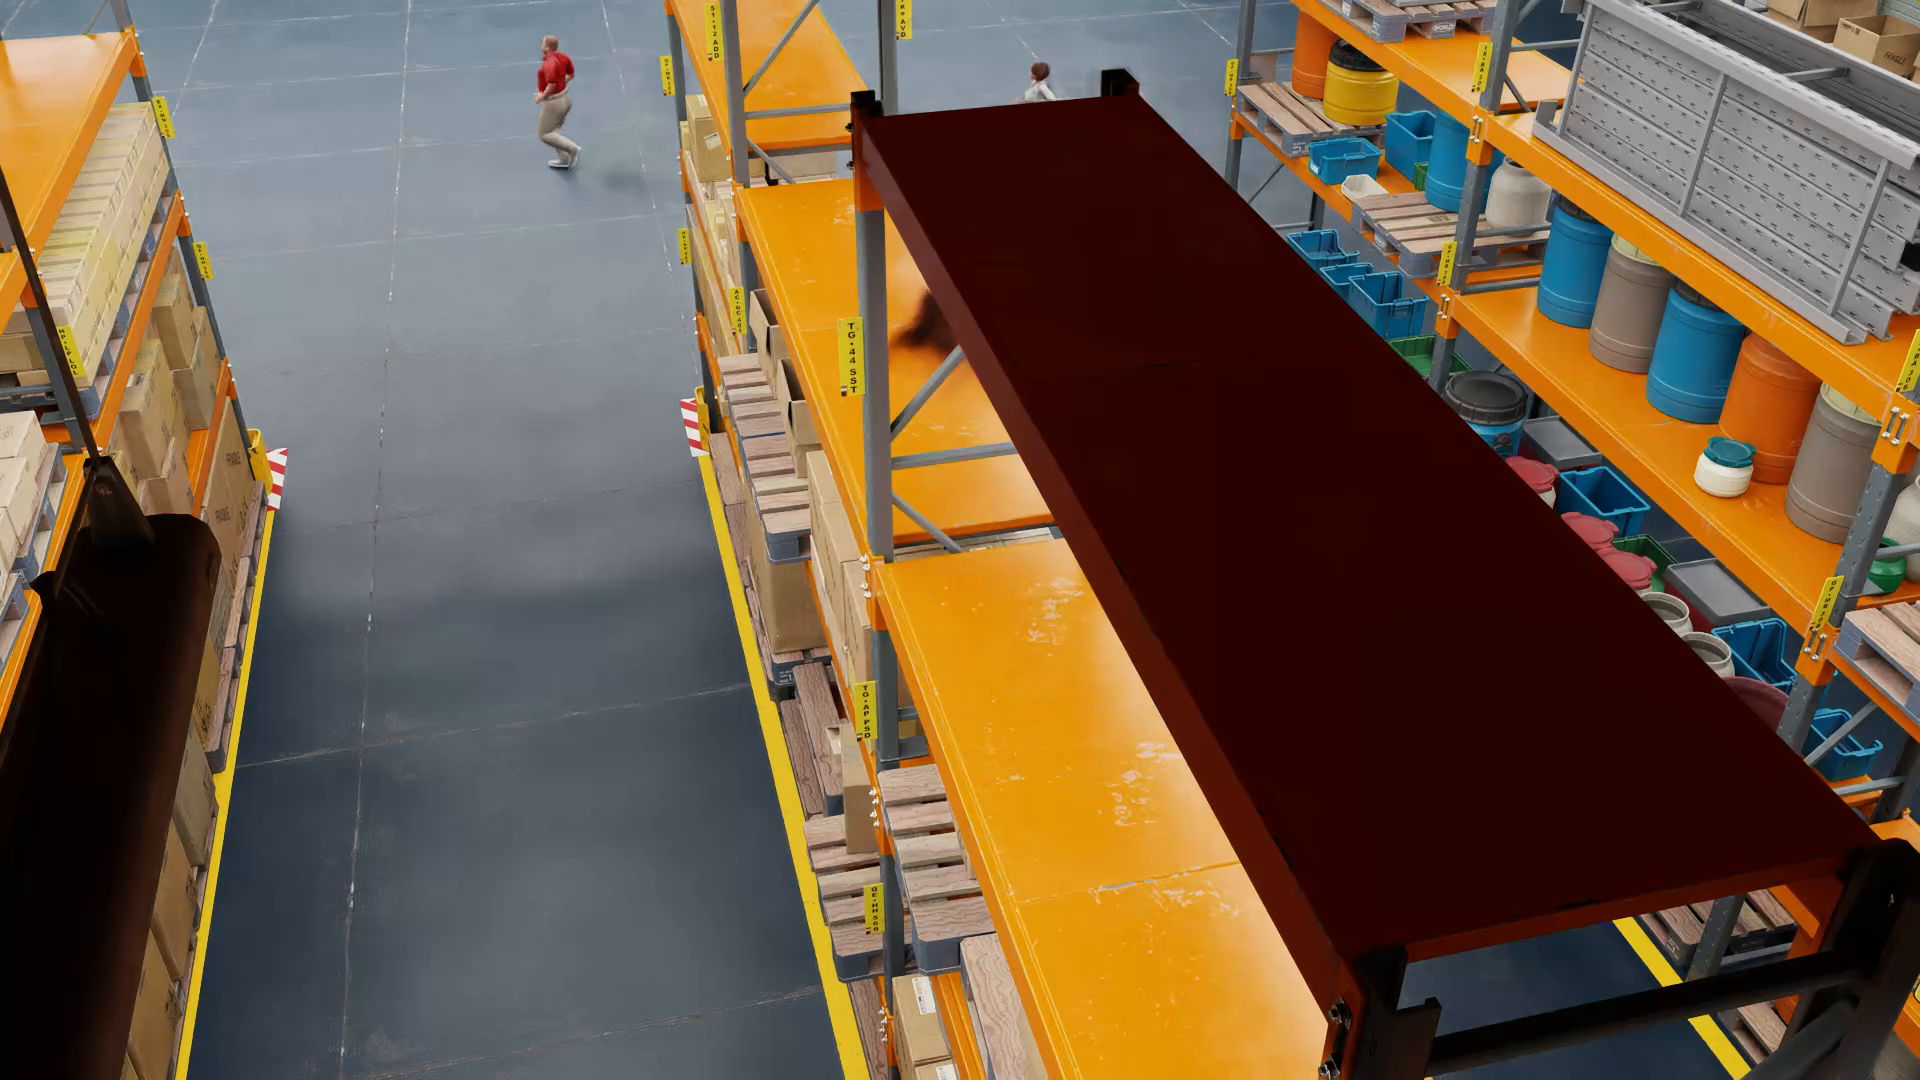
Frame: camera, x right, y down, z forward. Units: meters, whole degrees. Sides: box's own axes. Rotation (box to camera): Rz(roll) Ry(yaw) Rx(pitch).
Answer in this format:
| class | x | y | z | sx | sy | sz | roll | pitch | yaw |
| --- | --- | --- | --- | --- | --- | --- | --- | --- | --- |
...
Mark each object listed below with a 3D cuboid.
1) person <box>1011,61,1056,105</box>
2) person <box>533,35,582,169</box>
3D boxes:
| class | x | y | z | sx | sy | sz | roll | pitch | yaw |
| --- | --- | --- | --- | --- | --- | --- | --- | --- | --- |
| person | 0.942 | -4.924 | 19.832 | 0.877 | 1.596 | 0.537 | 1 | 34 | 2 |
| person | -4.961 | -5.376 | 20.454 | 0.626 | 1.673 | 0.660 | 9 | 35 | 13 |
